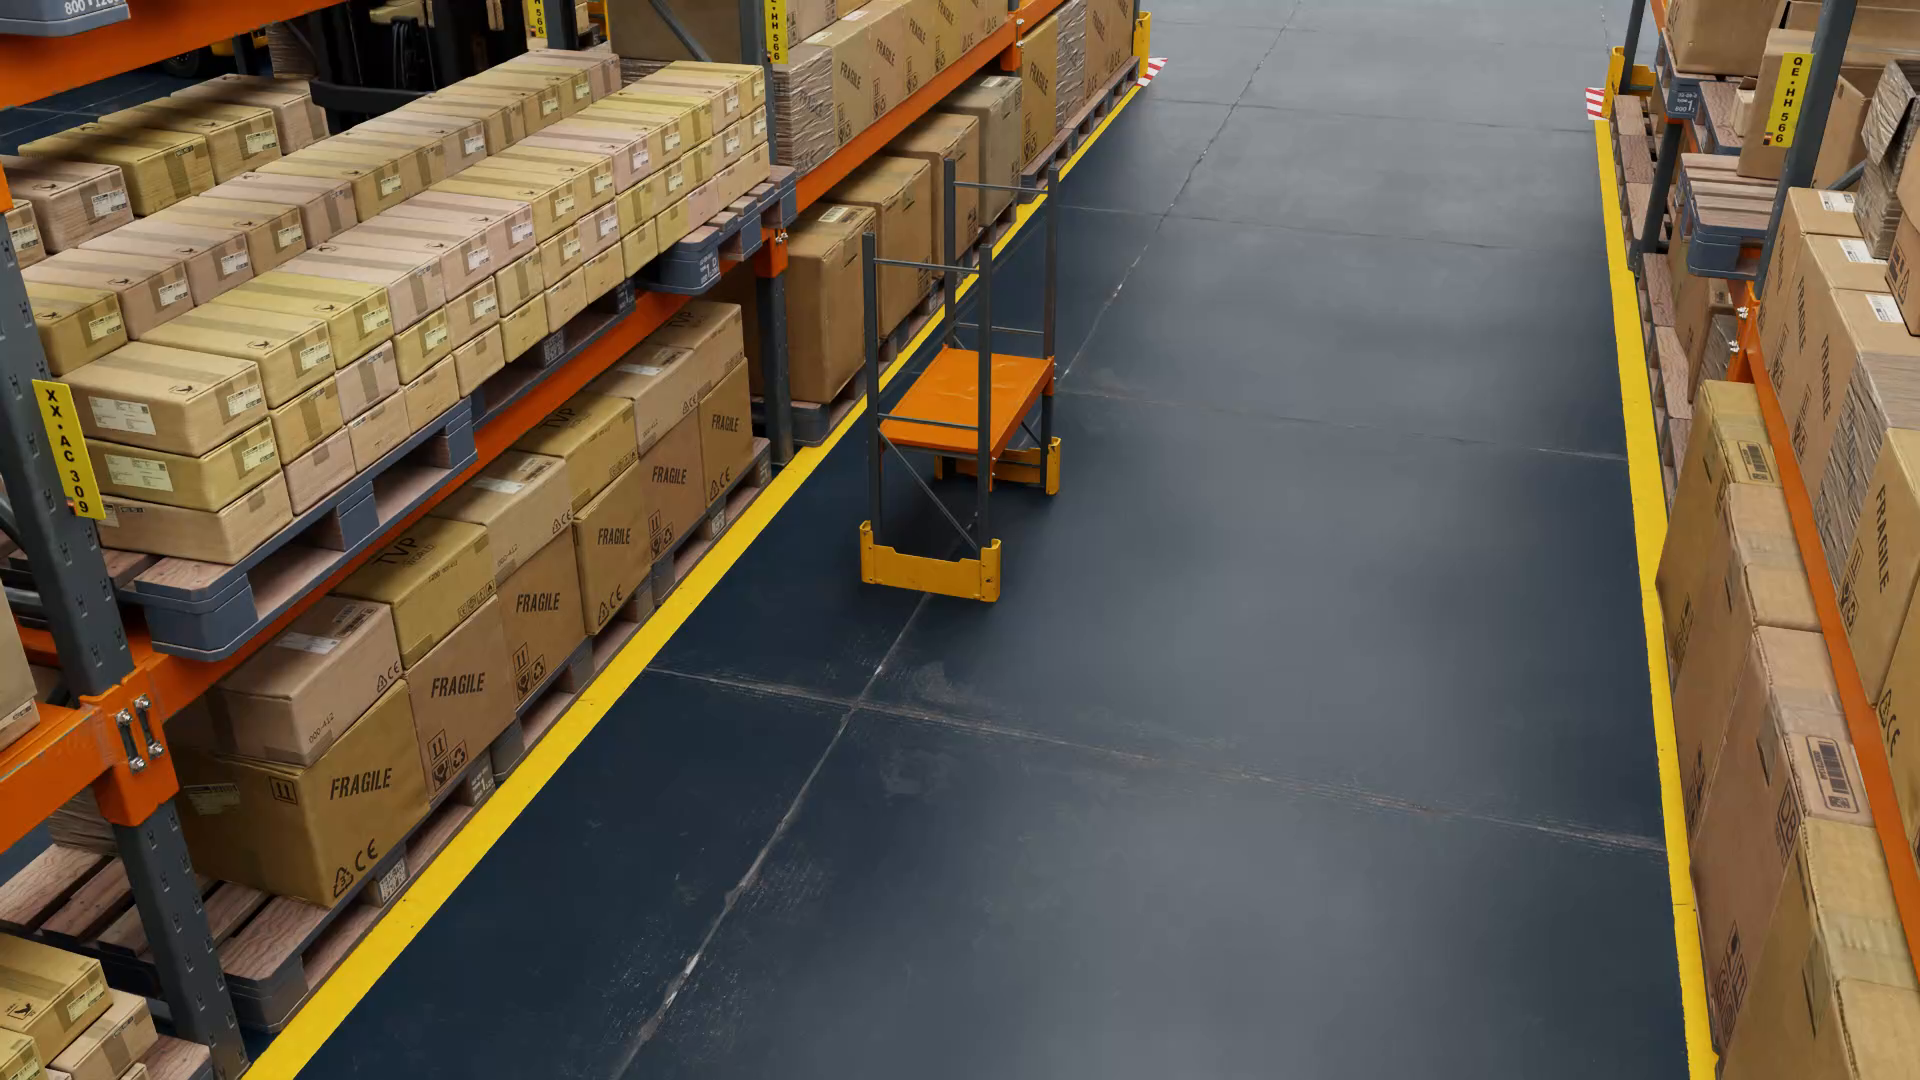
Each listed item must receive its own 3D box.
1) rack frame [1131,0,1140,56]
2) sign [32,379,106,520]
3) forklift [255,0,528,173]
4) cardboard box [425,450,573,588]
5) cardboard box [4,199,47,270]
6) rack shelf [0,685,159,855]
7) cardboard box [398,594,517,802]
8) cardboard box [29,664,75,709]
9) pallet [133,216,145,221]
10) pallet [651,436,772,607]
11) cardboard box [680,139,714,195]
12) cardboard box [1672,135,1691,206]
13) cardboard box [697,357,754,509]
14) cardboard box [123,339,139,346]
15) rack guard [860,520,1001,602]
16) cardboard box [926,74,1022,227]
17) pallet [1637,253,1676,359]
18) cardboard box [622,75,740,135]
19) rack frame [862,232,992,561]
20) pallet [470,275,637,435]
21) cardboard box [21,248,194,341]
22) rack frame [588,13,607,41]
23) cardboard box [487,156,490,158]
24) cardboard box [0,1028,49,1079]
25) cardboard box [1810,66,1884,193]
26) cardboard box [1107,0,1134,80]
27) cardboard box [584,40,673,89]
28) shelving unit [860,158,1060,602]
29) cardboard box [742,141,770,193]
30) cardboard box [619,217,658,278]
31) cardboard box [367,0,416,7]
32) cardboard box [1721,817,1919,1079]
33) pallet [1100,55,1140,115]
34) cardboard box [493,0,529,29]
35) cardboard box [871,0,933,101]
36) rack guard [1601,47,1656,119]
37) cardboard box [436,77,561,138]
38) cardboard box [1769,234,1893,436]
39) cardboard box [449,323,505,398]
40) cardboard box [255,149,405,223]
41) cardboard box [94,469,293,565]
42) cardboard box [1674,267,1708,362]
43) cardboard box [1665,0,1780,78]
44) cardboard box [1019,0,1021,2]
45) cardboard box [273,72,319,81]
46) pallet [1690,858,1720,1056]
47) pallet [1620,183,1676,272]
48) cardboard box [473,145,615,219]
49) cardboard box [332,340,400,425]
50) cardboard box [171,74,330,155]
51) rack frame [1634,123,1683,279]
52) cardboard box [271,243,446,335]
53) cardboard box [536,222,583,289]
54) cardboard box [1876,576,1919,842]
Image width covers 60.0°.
[{"bbox_3d":[1.059,-5.466,13.991,1.000,3.000,0.127,8,30,15],"label":"rack frame"},{"bbox_3d":[-1.943,-0.194,3.623,0.100,0.325,0.005,8,30,15],"label":"sign"},{"bbox_3d":[-2.769,-2.739,9.159,1.130,2.935,3.031,7,30,13],"label":"forklift"},{"bbox_3d":[-1.686,-0.099,5.710,0.500,0.250,0.500,10,31,17],"label":"cardboard box"},{"bbox_3d":[-5.876,-1.704,9.499,0.950,0.372,0.625,6,30,11],"label":"cardboard box"},{"bbox_3d":[-3.051,1.354,2.470,1.077,0.370,4.000,8,30,15],"label":"rack shelf"},{"bbox_3d":[-1.840,0.467,5.464,0.500,0.500,0.500,10,31,17],"label":"cardboard box"},{"bbox_3d":[-2.487,0.309,4.977,0.500,0.250,0.500,8,30,14],"label":"cardboard box"},{"bbox_3d":[-5.460,-2.118,10.839,1.003,0.211,1.213,8,30,15],"label":"pallet"},{"bbox_3d":[-1.520,-0.167,7.333,1.003,0.211,1.213,8,30,15],"label":"pallet"},{"bbox_3d":[-1.151,-1.411,6.221,0.380,0.149,0.250,9,30,16],"label":"cardboard box"},{"bbox_3d":[4.913,-2.391,10.603,0.500,0.500,0.500,19,34,30],"label":"cardboard box"},{"bbox_3d":[-1.233,-0.497,7.197,0.500,0.500,0.500,8,30,15],"label":"cardboard box"},{"bbox_3d":[-2.384,-0.544,4.663,0.380,0.149,0.250,10,31,17],"label":"cardboard box"},{"bbox_3d":[-0.124,0.087,6.837,0.587,0.250,0.087,8,30,15],"label":"rack guard"},{"bbox_3d":[-0.212,-2.507,10.553,1.050,0.750,0.750,8,30,15],"label":"cardboard box"},{"bbox_3d":[4.369,-1.272,9.320,1.003,0.211,1.213,8,30,15],"label":"pallet"},{"bbox_3d":[-1.071,-1.673,6.386,0.380,0.149,0.250,8,30,14],"label":"cardboard box"},{"bbox_3d":[-0.124,-0.459,6.532,0.500,1.500,0.032,8,30,15],"label":"rack frame"},{"bbox_3d":[-1.831,-0.739,5.690,1.003,0.211,1.213,8,30,15],"label":"pallet"},{"bbox_3d":[-2.377,-0.683,4.606,0.380,0.149,0.250,8,30,13],"label":"cardboard box"},{"bbox_3d":[-3.703,-6.126,15.176,1.000,3.000,0.127,8,30,15],"label":"rack frame"},{"bbox_3d":[-1.850,-1.388,6.181,0.380,0.149,0.250,9,30,15],"label":"cardboard box"},{"bbox_3d":[-2.356,1.239,3.825,0.380,0.149,0.250,9,30,15],"label":"cardboard box"},{"bbox_3d":[3.543,-1.478,6.286,0.500,0.500,0.500,5,29,9],"label":"cardboard box"},{"bbox_3d":[0.923,-4.397,13.822,0.875,0.875,0.875,9,30,15],"label":"cardboard box"},{"bbox_3d":[-1.414,-2.040,7.729,0.500,0.500,0.500,8,30,15],"label":"cardboard box"},{"bbox_3d":[0.022,-0.691,6.949,0.587,1.500,1.083,8,30,15],"label":"shelving unit"},{"bbox_3d":[-0.995,-1.528,6.737,0.380,0.149,0.250,9,30,16],"label":"cardboard box"},{"bbox_3d":[-1.299,-1.052,5.882,0.380,0.149,0.250,7,30,13],"label":"cardboard box"},{"bbox_3d":[-4.352,-4.145,12.574,0.380,0.149,0.250,9,30,16],"label":"cardboard box"},{"bbox_3d":[2.417,1.310,3.564,1.225,0.875,0.875,9,30,15],"label":"cardboard box"},{"bbox_3d":[0.899,-3.865,13.981,1.003,0.211,1.213,8,30,15],"label":"pallet"},{"bbox_3d":[-3.994,-4.549,13.968,0.500,0.500,0.500,8,30,14],"label":"cardboard box"},{"bbox_3d":[-0.456,-2.665,8.852,0.500,0.500,0.500,8,30,14],"label":"cardboard box"},{"bbox_3d":[5.748,-3.584,13.178,1.175,0.500,0.348,8,30,15],"label":"rack guard"},{"bbox_3d":[-1.763,-1.657,6.357,0.380,0.149,0.250,8,30,15],"label":"cardboard box"},{"bbox_3d":[2.870,-0.611,5.159,0.500,0.500,0.500,8,30,14],"label":"cardboard box"},{"bbox_3d":[-1.606,-0.561,4.999,0.380,0.149,0.250,7,30,13],"label":"cardboard box"},{"bbox_3d":[-2.071,-1.169,5.480,0.380,0.149,0.250,8,30,14],"label":"cardboard box"},{"bbox_3d":[-1.908,-0.081,4.136,0.380,0.149,0.250,7,30,12],"label":"cardboard box"},{"bbox_3d":[4.074,-1.191,8.425,0.700,0.500,0.500,6,30,11],"label":"cardboard box"},{"bbox_3d":[4.229,-2.949,8.417,1.000,1.000,1.000,9,30,15],"label":"cardboard box"},{"bbox_3d":[-0.019,-3.846,10.924,0.875,0.550,0.550,8,30,15],"label":"cardboard box"},{"bbox_3d":[-4.961,-3.562,12.964,0.500,0.250,0.500,10,31,17],"label":"cardboard box"},{"bbox_3d":[2.759,1.145,4.974,1.003,0.211,1.213,8,30,15],"label":"pallet"},{"bbox_3d":[4.760,-1.951,10.541,1.003,0.211,1.213,8,30,15],"label":"pallet"},{"bbox_3d":[-1.377,-1.189,5.516,0.380,0.149,0.250,10,31,17],"label":"cardboard box"},{"bbox_3d":[-1.759,-0.452,4.497,0.380,0.149,0.250,9,30,16],"label":"cardboard box"},{"bbox_3d":[-5.029,-3.058,11.933,0.950,0.372,0.625,9,30,16],"label":"cardboard box"},{"bbox_3d":[4.596,-2.853,9.293,1.000,3.000,0.127,8,30,15],"label":"rack frame"},{"bbox_3d":[-1.679,-0.706,4.648,0.380,0.149,0.250,8,30,14],"label":"cardboard box"},{"bbox_3d":[-1.451,-0.938,5.371,0.380,0.149,0.250,8,30,14],"label":"cardboard box"},{"bbox_3d":[2.276,0.336,3.458,0.500,0.500,0.500,9,30,16],"label":"cardboard box"}]
